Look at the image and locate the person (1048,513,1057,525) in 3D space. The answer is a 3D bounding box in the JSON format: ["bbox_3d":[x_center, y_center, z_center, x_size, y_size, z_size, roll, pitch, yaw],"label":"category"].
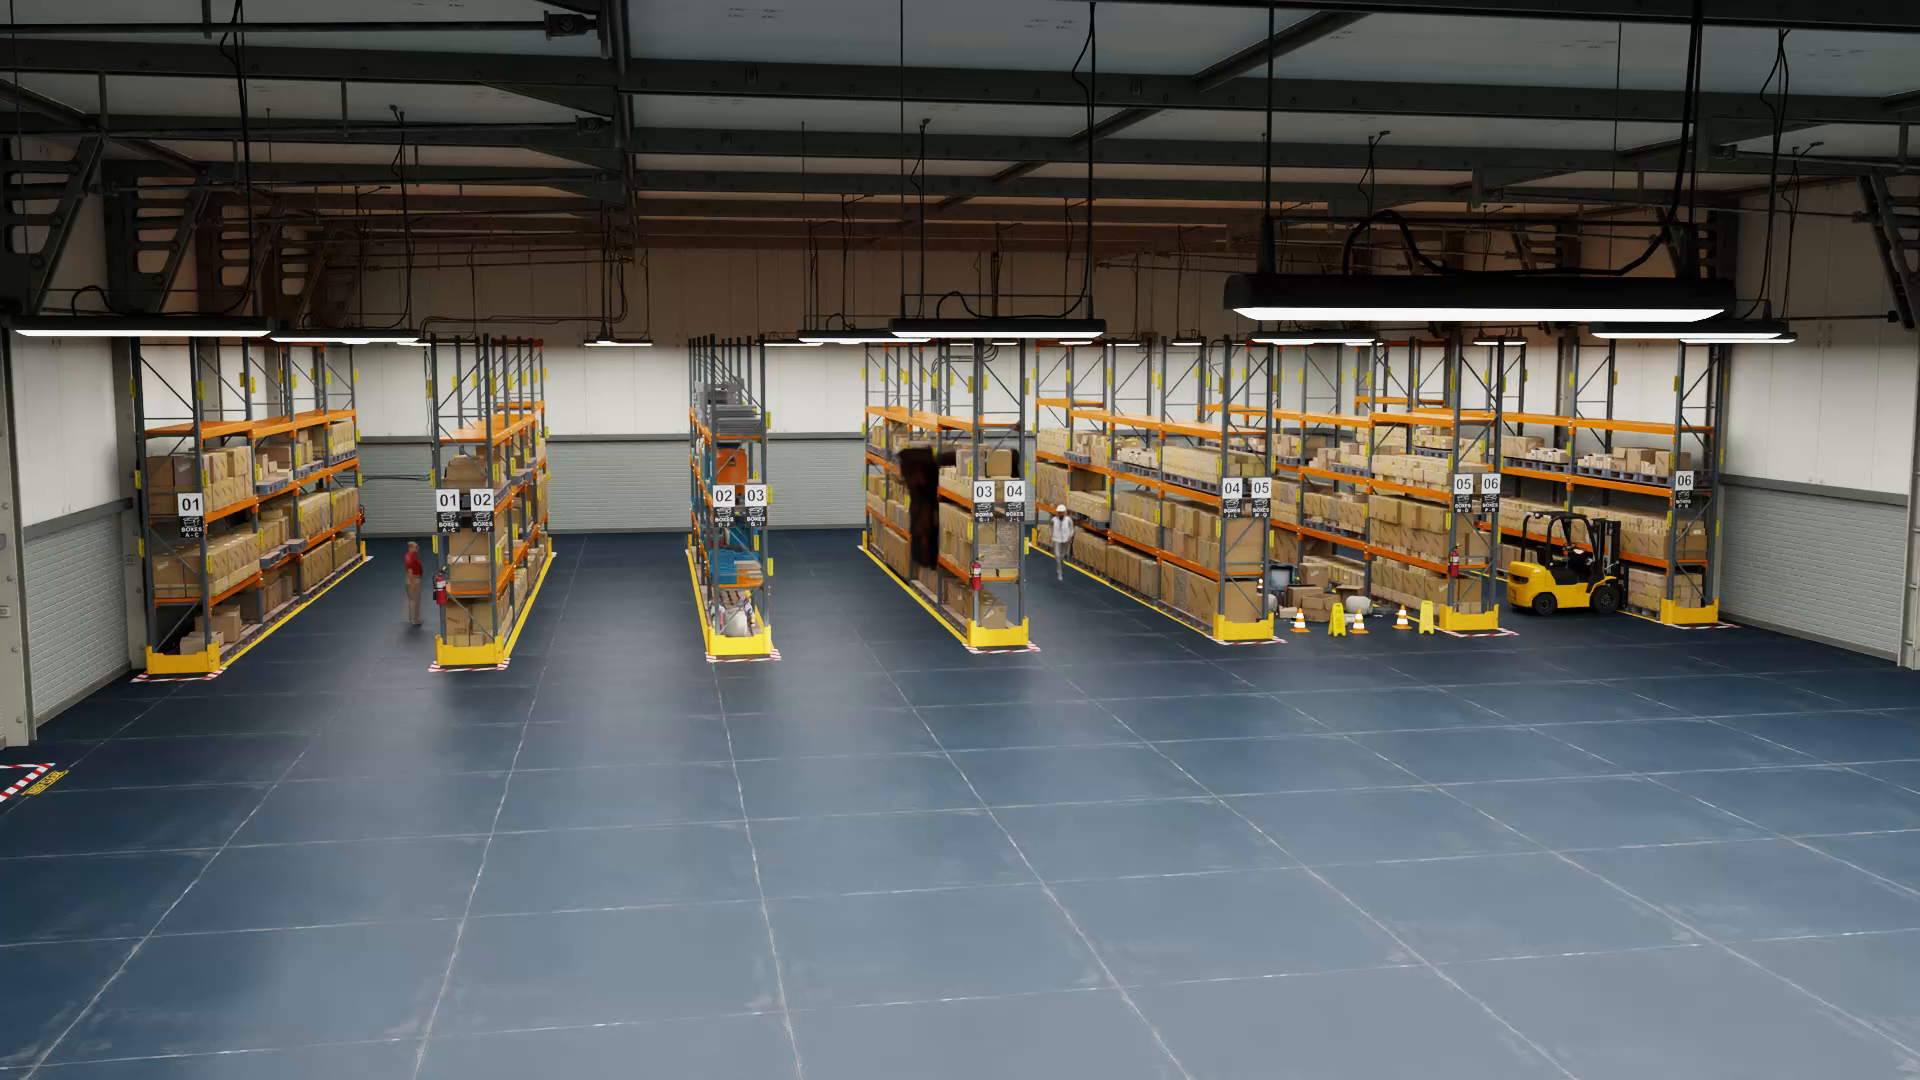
[{"bbox_3d":[3.019,-0.964,50.792,0.998,1.740,0.683,-6,9,-41],"label":"person"}]

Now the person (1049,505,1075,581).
[{"bbox_3d":[2.444,0.034,39.740,0.546,1.766,0.966,-1,7,-10],"label":"person"}]

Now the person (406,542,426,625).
[{"bbox_3d":[-11.353,0.890,34.699,0.405,1.734,0.540,-3,7,-24],"label":"person"}]
